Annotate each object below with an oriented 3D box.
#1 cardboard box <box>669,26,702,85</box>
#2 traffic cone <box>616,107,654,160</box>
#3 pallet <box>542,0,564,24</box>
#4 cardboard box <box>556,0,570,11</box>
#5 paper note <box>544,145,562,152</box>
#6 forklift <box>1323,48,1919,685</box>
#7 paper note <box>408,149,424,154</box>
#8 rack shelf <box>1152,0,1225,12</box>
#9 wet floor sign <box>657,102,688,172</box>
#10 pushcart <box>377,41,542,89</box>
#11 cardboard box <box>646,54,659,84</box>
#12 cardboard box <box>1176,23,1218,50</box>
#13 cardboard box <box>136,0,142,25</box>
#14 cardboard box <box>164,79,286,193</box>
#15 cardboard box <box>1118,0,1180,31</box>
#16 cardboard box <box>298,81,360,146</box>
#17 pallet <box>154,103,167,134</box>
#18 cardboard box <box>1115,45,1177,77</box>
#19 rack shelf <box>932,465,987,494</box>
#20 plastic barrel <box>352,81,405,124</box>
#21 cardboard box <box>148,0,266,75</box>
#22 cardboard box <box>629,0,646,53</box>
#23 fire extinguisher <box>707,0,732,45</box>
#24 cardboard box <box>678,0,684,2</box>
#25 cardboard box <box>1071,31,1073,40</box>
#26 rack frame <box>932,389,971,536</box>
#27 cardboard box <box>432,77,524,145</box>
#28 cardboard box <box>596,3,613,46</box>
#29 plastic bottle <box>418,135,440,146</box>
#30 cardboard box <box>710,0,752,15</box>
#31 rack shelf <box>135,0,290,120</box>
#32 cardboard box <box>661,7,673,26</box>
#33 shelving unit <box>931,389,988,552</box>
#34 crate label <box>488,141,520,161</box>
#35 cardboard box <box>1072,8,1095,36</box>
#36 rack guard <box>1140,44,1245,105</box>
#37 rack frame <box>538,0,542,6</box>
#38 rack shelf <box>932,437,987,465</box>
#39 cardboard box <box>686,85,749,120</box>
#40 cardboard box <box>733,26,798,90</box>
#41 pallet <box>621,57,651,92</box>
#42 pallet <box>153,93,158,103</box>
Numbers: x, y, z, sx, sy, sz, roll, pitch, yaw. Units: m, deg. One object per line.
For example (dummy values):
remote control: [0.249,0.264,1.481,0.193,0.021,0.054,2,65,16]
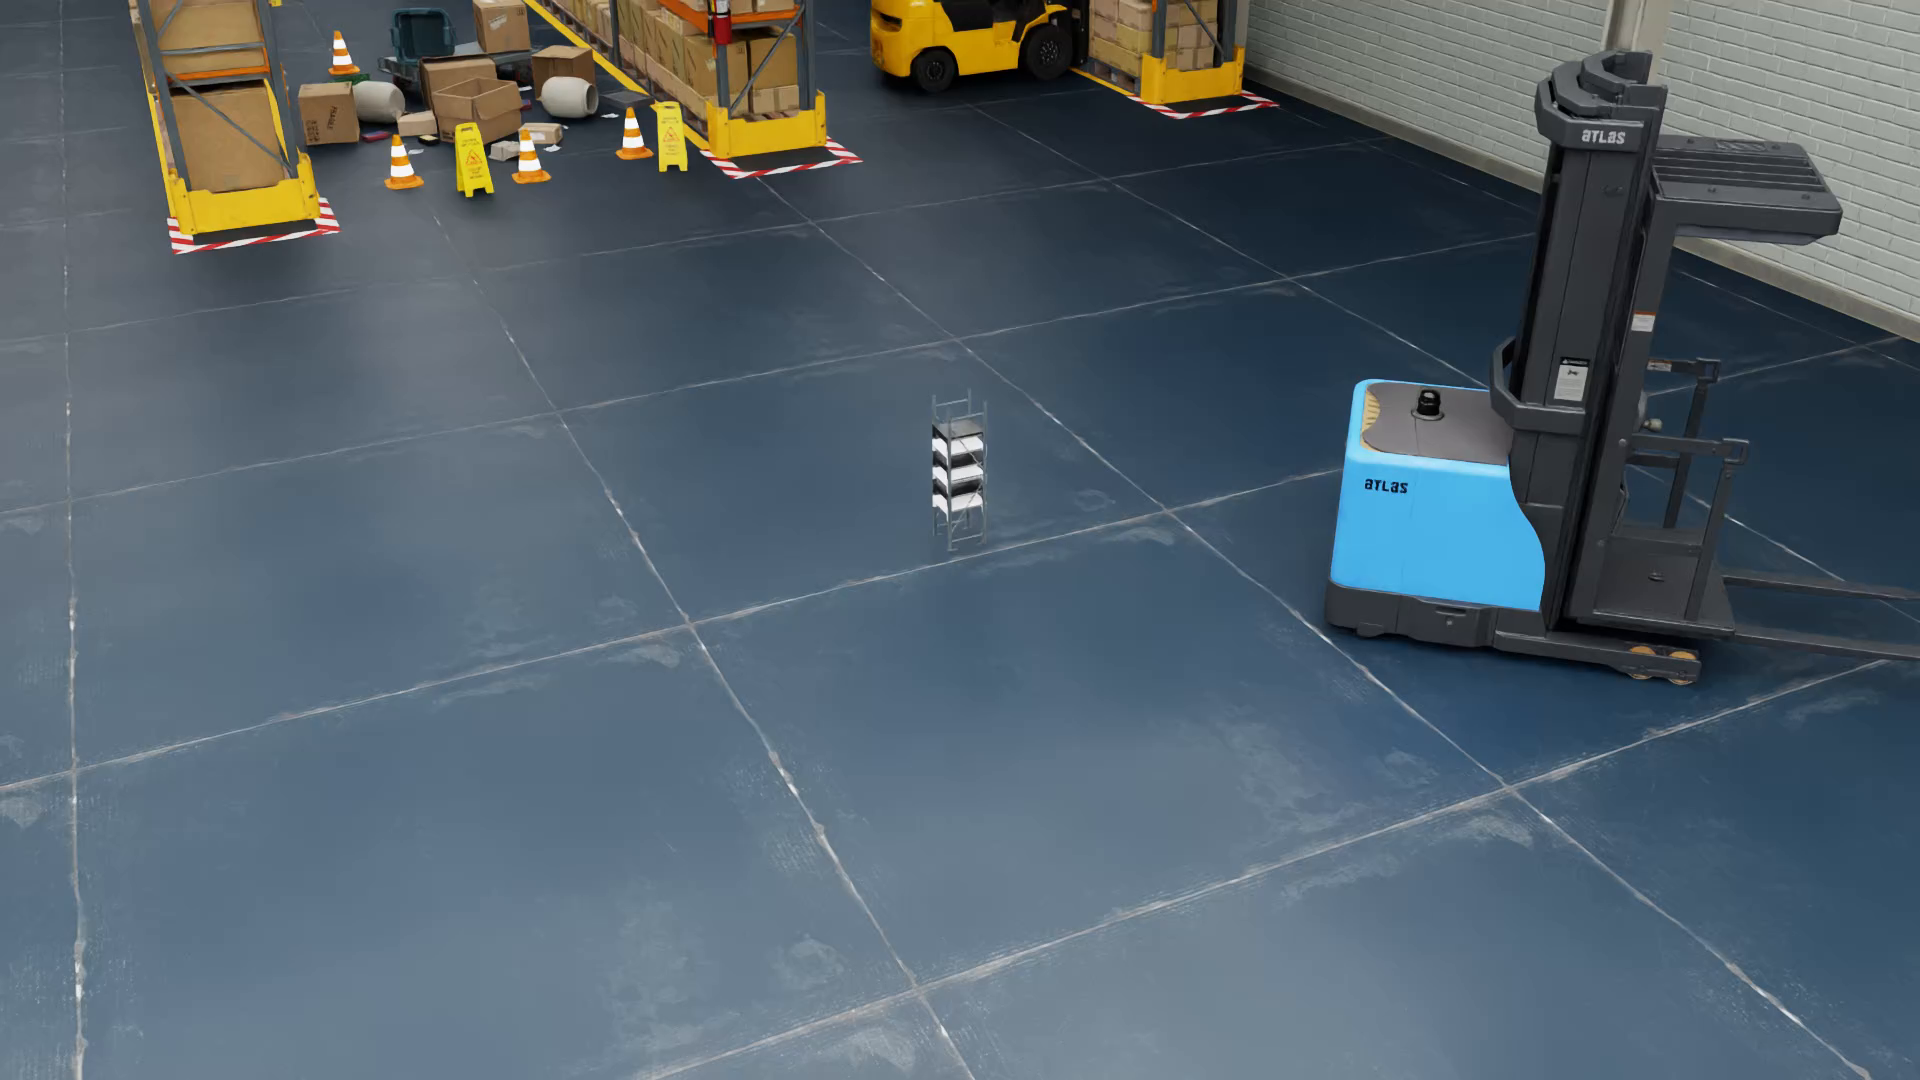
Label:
cardboard box: [-2.711,-5.087,17.371,0.500,0.500,0.500,-12,31,-20]
traffic cone: [-3.254,-4.060,16.517,0.336,0.463,0.334,-13,32,-22]
pallet: [-5.005,-7.220,22.409,1.003,0.211,1.213,-13,32,-22]
cardboard box: [-4.781,-7.242,21.856,0.950,0.372,0.625,-14,32,-23]
paper note: [-4.108,-3.952,16.767,0.142,0.019,0.148,26,38,38]
forklift: [3.514,-0.832,8.237,3.031,2.935,1.130,7,30,13]
paper note: [-5.454,-3.898,16.673,0.144,0.017,0.142,-3,29,-5]
rack shelf: [1.718,-6.861,19.654,1.077,0.370,4.000,-13,32,-22]
wet floor sign: [-2.789,-3.912,16.067,0.267,0.644,0.232,-3,29,-5]
pushcart: [-5.660,-5.370,18.940,0.936,0.377,1.648,26,38,38]
cardboard box: [-3.143,-5.214,18.363,0.500,0.250,0.500,-14,32,-23]
cardboard box: [2.563,-5.745,18.798,0.500,0.250,0.500,-12,32,-21]
cardboard box: [-7.498,-5.334,16.042,0.875,0.550,0.550,-13,32,-22]
cardboard box: [-6.683,-3.706,15.034,0.875,0.875,0.875,-13,32,-22]
cardboard box: [2.097,-5.849,18.474,0.500,0.250,0.500,-12,31,-20]
cardboard box: [-6.456,-4.371,17.031,0.500,0.500,0.500,-8,30,-13]
pallet: [-7.793,-4.362,17.313,1.003,0.211,1.213,-13,32,-22]
cardboard box: [2.090,-5.416,18.724,0.500,0.250,0.500,-13,32,-22]
rack shelf: [-0.003,-0.367,9.553,0.258,0.077,0.200,-13,32,-22]
plastic barrel: [-6.177,-4.628,17.570,0.512,0.421,0.421,7,30,13]
cardboard box: [-6.532,-4.383,14.347,0.875,0.550,0.550,-13,32,-22]
cardboard box: [-3.372,-5.774,18.595,0.500,0.500,0.500,-12,31,-20]
fire extinguisher: [-2.272,-5.066,15.797,0.296,0.674,0.183,-13,32,-22]
cardboard box: [-2.696,-5.572,16.877,0.380,0.149,0.250,-13,32,-21]
cardboard box: [1.435,-6.086,19.918,0.500,0.250,0.500,-12,31,-20]
rack frame: [-0.047,-0.441,9.616,0.240,0.900,0.006,-13,32,-22]
cardboard box: [-4.945,-4.403,17.087,0.637,0.503,0.797,13,32,21]
cardboard box: [-3.849,-6.283,20.144,0.950,0.372,0.625,-13,32,-21]
plastic bottle: [-5.438,-4.083,16.969,0.283,0.061,0.133,26,38,38]
cardboard box: [-2.258,-5.258,16.317,0.380,0.149,0.250,-12,31,-20]
rack shelf: [-7.190,-4.733,15.859,1.077,0.370,4.000,-13,32,-22]
cardboard box: [-2.919,-5.517,17.474,0.380,0.149,0.250,-12,31,-20]
shelving unit: [-0.003,-0.396,9.536,0.258,0.900,0.210,-13,32,-22]
crate label: [-4.504,-3.869,16.510,0.298,0.136,0.250,19,34,30]
cardboard box: [1.639,-6.090,19.415,0.500,0.250,0.500,-14,32,-23]
rack guard: [2.587,-5.190,18.495,1.175,0.500,0.348,-13,32,-22]
rack frame: [-5.339,-8.781,22.343,1.000,3.000,0.127,-13,32,-22]
rack shelf: [-0.003,-0.524,9.465,0.258,0.077,0.200,-13,32,-22]
cardboard box: [-2.505,-4.542,17.166,0.500,0.250,0.500,-13,32,-22]
cardboard box: [-2.012,-4.983,17.185,0.500,0.500,0.500,-14,32,-24]
pallet: [-3.302,-5.509,19.358,1.003,0.211,1.213,-13,32,-22]
pallet: [-8.448,-5.039,18.521,1.003,0.211,1.213,-13,32,-22]
